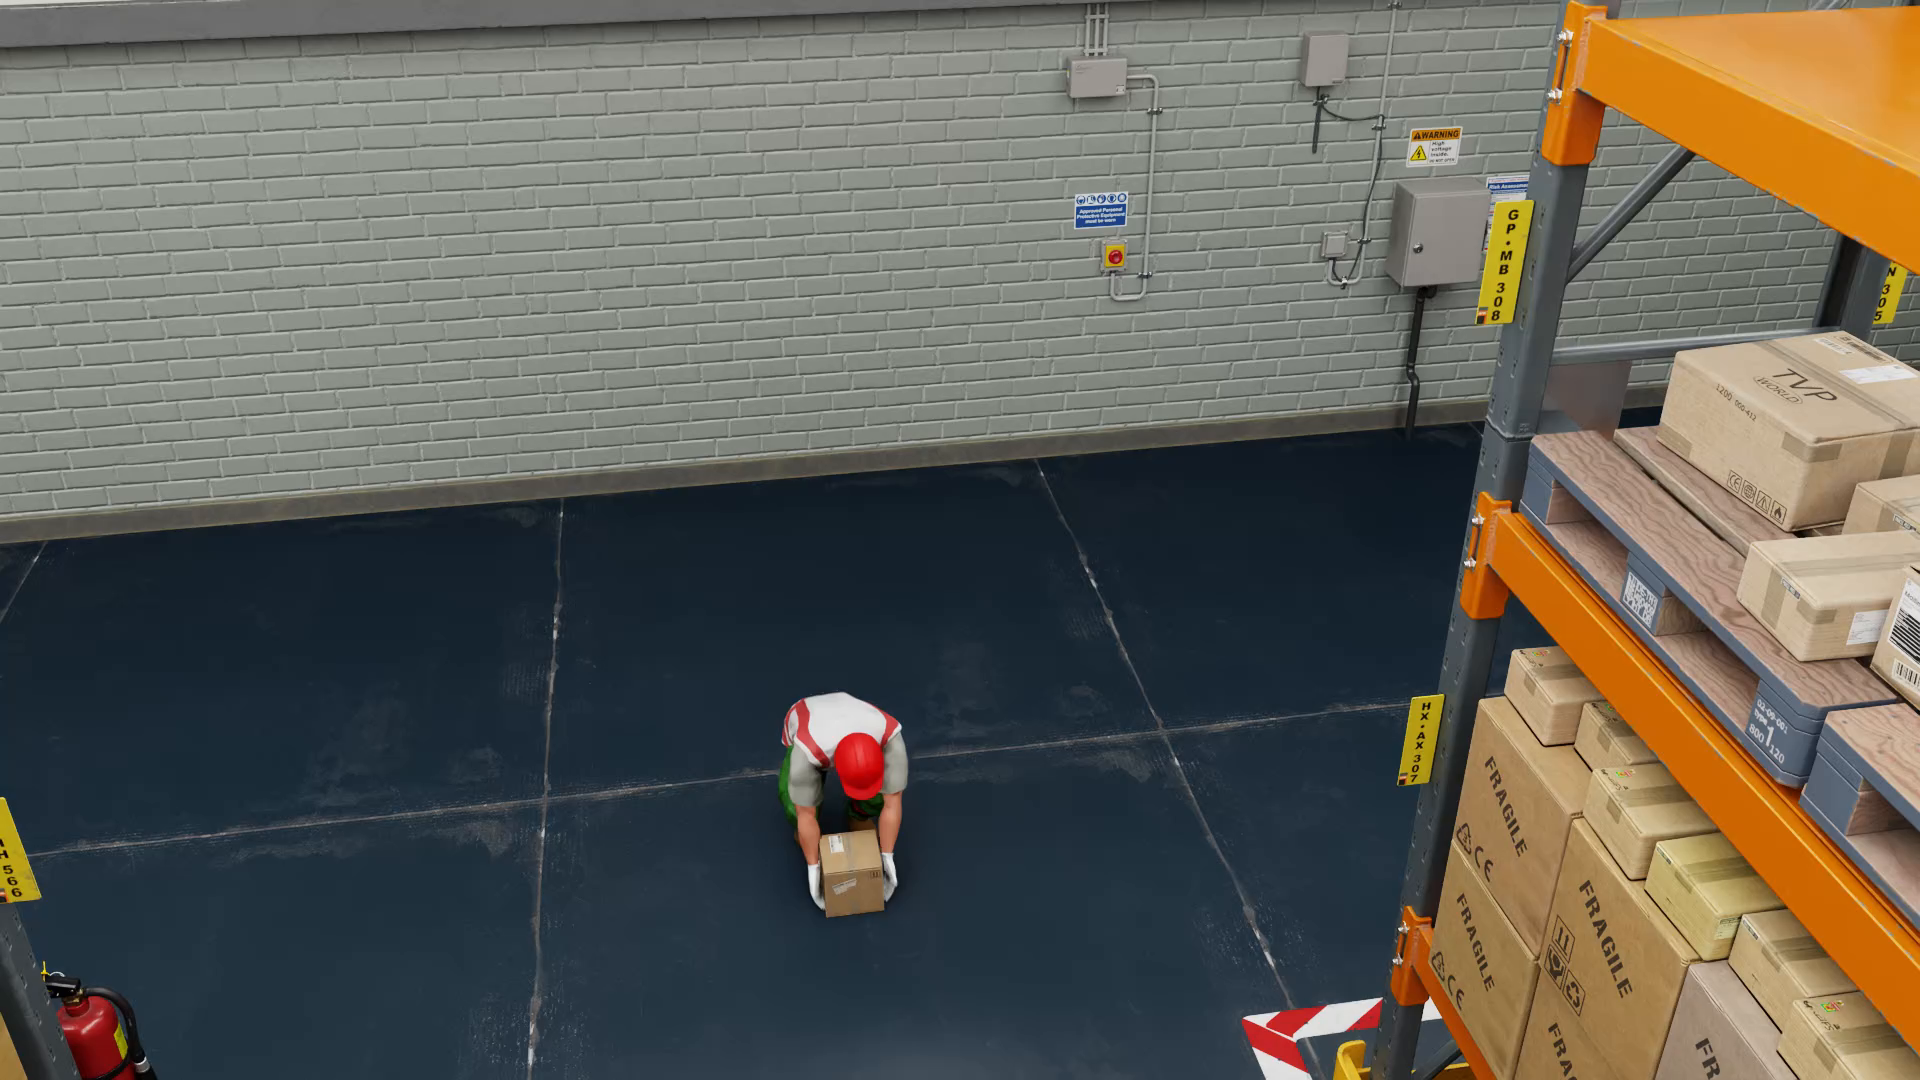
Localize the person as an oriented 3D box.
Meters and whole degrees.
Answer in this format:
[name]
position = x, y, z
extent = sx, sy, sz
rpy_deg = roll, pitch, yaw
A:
[person]
position = -0.521, 1.027, 7.309
extent = 0.563, 0.880, 0.890
rpy_deg = -5, 31, -9
